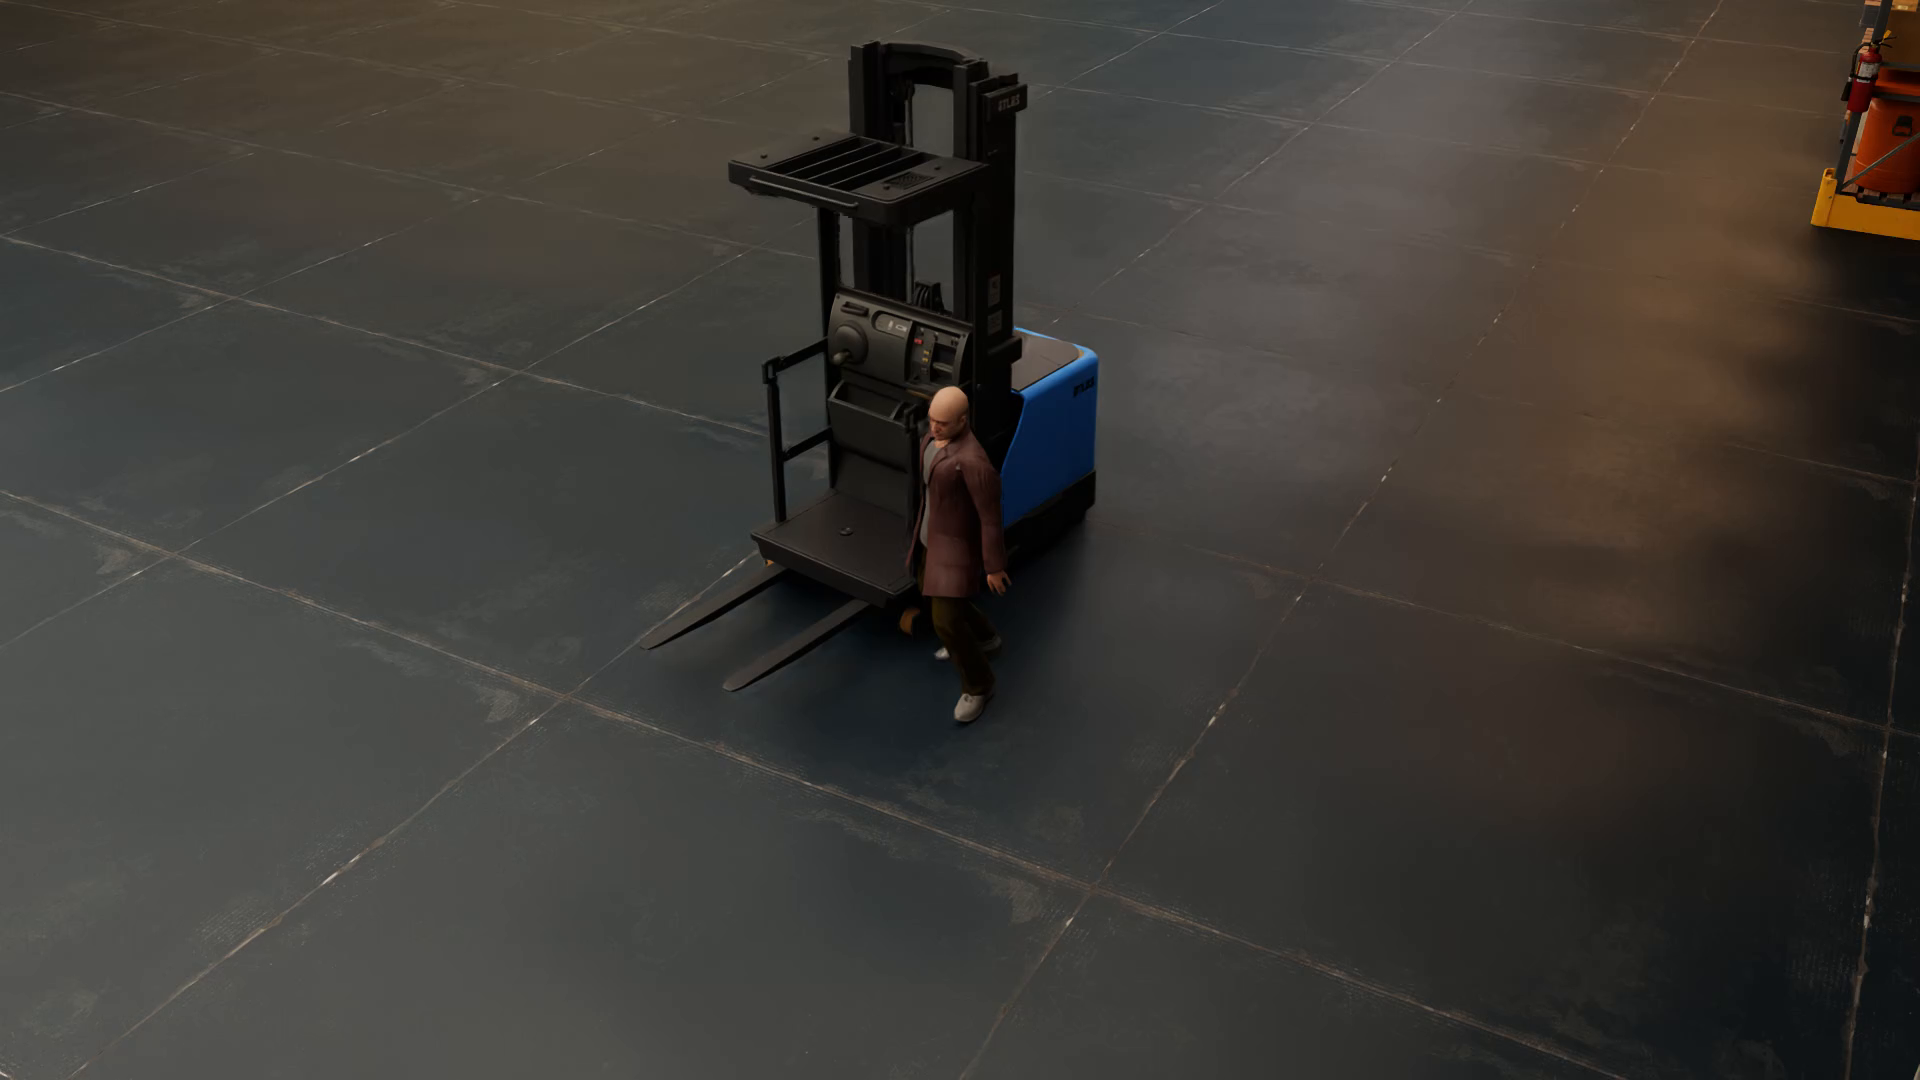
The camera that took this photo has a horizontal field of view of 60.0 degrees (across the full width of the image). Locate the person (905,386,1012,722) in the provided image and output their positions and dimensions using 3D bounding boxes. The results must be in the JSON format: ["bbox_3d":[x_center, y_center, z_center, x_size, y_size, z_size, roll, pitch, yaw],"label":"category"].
[{"bbox_3d":[-0.001,-0.031,8.373,0.553,1.736,0.916,-10,31,-17],"label":"person"}]

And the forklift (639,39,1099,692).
[{"bbox_3d":[-0.468,-1.022,8.841,1.130,2.935,3.031,21,36,32],"label":"forklift"}]
